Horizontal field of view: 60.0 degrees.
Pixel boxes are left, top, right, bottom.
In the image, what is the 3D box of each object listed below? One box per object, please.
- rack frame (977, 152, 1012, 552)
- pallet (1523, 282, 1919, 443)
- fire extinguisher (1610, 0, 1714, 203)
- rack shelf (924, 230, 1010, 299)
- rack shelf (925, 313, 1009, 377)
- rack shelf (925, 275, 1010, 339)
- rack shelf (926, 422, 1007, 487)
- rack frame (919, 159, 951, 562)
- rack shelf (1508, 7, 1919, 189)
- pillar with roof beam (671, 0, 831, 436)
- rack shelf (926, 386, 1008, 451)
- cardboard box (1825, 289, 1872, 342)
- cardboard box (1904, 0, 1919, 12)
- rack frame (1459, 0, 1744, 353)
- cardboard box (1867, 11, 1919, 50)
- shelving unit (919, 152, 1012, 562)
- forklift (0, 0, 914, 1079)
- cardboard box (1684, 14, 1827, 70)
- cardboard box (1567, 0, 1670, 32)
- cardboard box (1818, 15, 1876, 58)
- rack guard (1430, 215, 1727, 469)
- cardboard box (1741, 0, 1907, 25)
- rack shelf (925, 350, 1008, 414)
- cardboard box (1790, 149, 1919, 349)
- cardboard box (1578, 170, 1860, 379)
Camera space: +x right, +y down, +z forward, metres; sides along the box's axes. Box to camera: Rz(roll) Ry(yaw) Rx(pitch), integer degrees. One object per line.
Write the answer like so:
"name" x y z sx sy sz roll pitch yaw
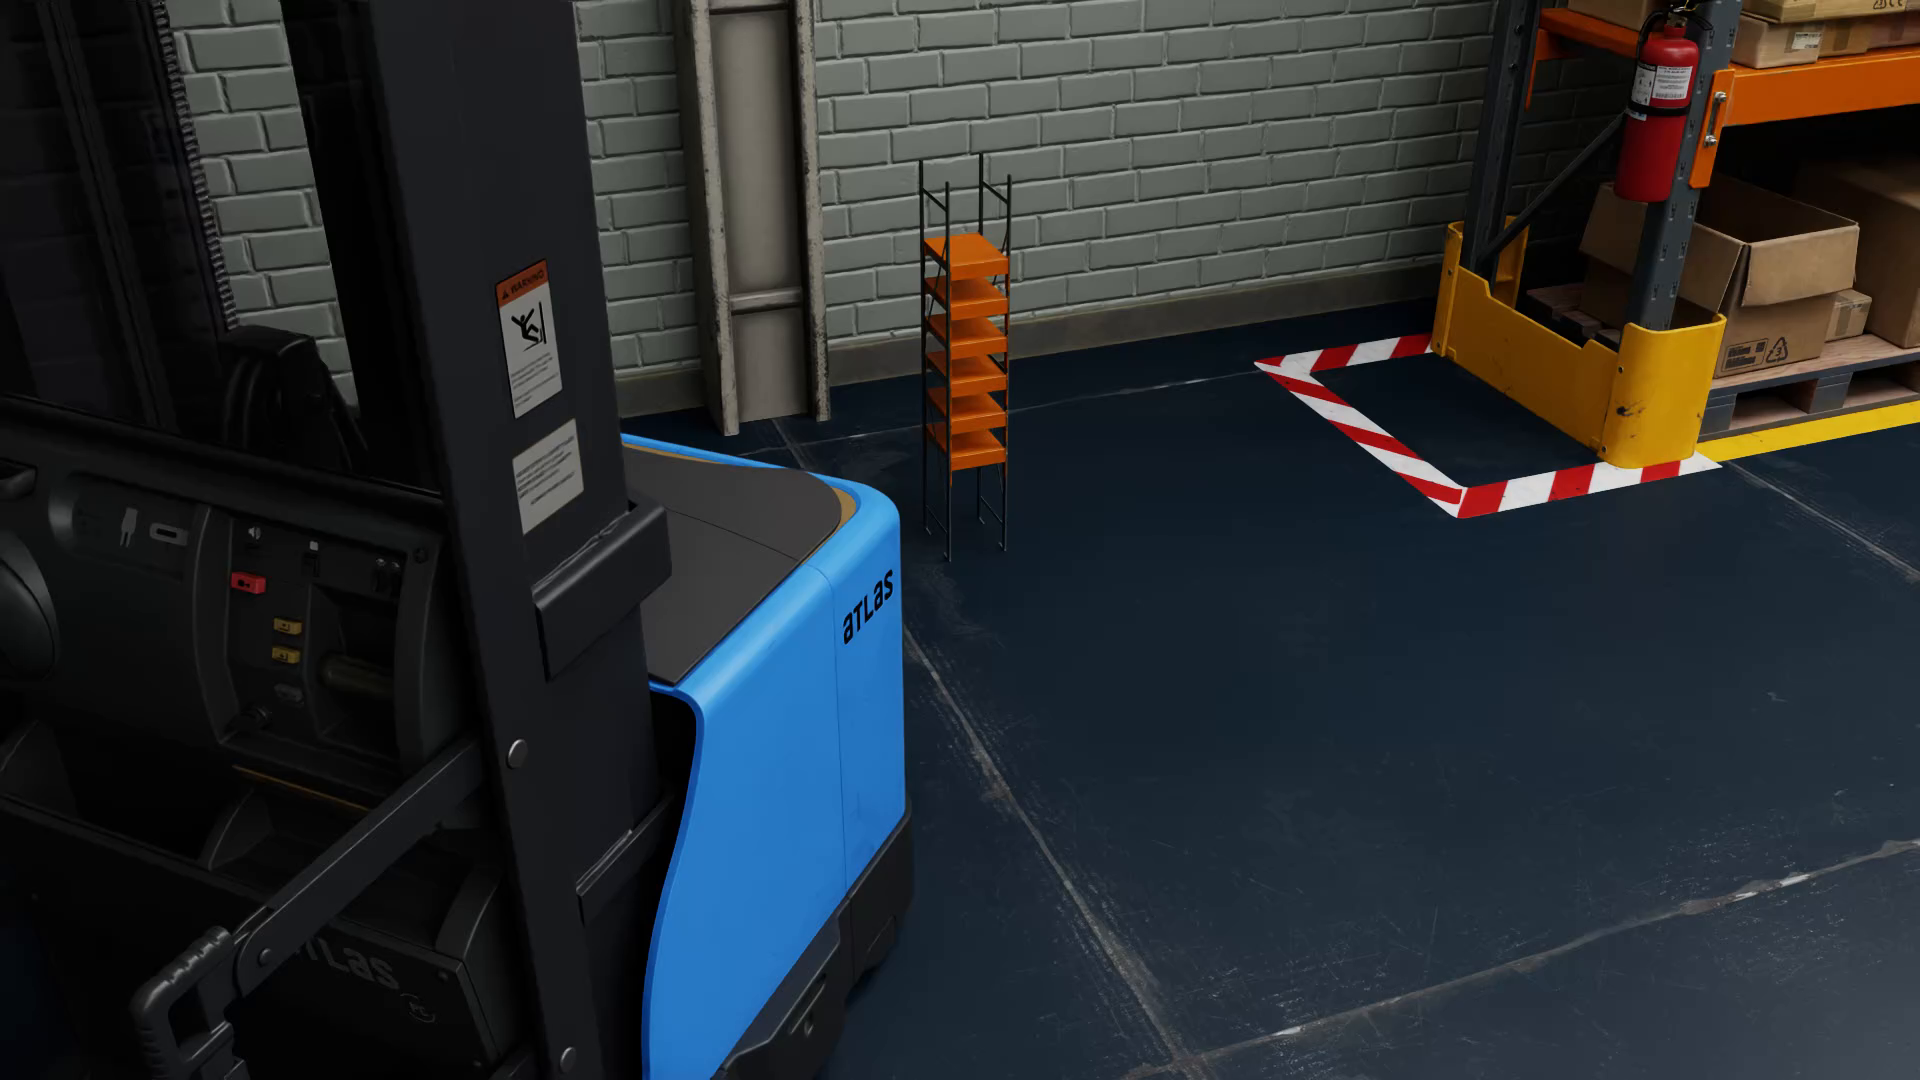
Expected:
"rack frame" 0.099 -0.540 4.985 0.006 1.200 0.240 -10 31 -18
"pallet" 2.954 -0.763 6.376 1.213 0.211 1.003 -10 31 -18
"fire extinguisher" 2.159 -1.388 5.111 0.183 0.674 0.296 -10 31 -18
"rack shelf" 0.014 -0.798 4.801 0.180 0.103 0.258 -10 31 -18
"rack shelf" 0.014 -0.589 4.920 0.180 0.103 0.258 -10 31 -18
"rack shelf" 0.014 -0.694 4.861 0.180 0.103 0.258 -10 31 -18
"rack shelf" 0.014 -0.277 5.098 0.180 0.103 0.258 -10 31 -18
"rack frame" -0.072 -0.508 4.930 0.006 1.200 0.240 -10 31 -18
"rack shelf" 4.010 -1.856 6.204 4.000 0.370 1.077 -10 31 -18
"pillar with roof beam" 0.796 -2.386 0.347 0.400 9.000 9.100 -10 31 -18
"rack shelf" 0.014 -0.381 5.039 0.180 0.103 0.258 -10 31 -18
"cardboard box" 3.154 -0.884 6.227 0.250 0.149 0.380 -12 32 -20
"cardboard box" 3.127 -1.928 5.455 0.500 0.250 0.500 -10 31 -17
"rack frame" 2.136 -1.823 5.420 0.127 3.000 1.000 -10 31 -18
"cardboard box" 2.996 -1.771 5.581 0.250 0.149 0.380 -11 31 -18
"shelving unit" 0.014 -0.524 4.957 0.189 1.200 0.258 -10 31 -18
"forklift" -1.159 0.130 2.061 1.130 2.935 3.031 12 32 20
"cardboard box" 2.540 -1.644 5.359 0.250 0.149 0.380 -11 31 -18
"cardboard box" 2.353 -1.896 5.802 0.250 0.149 0.380 -11 31 -18
"cardboard box" 2.762 -1.709 5.473 0.250 0.149 0.380 -10 31 -16
"rack guard" 2.207 -0.750 6.062 0.348 0.500 1.175 -10 31 -18
"cardboard box" 2.655 -1.841 5.302 0.500 0.250 0.500 -10 31 -17
"rack shelf" 0.014 -0.485 4.979 0.180 0.103 0.258 -10 31 -18
"cardboard box" 3.557 -1.111 6.271 0.500 0.500 0.700 -9 31 -16
"cardboard box" 2.742 -0.983 6.043 0.637 0.503 0.797 -12 32 -20
